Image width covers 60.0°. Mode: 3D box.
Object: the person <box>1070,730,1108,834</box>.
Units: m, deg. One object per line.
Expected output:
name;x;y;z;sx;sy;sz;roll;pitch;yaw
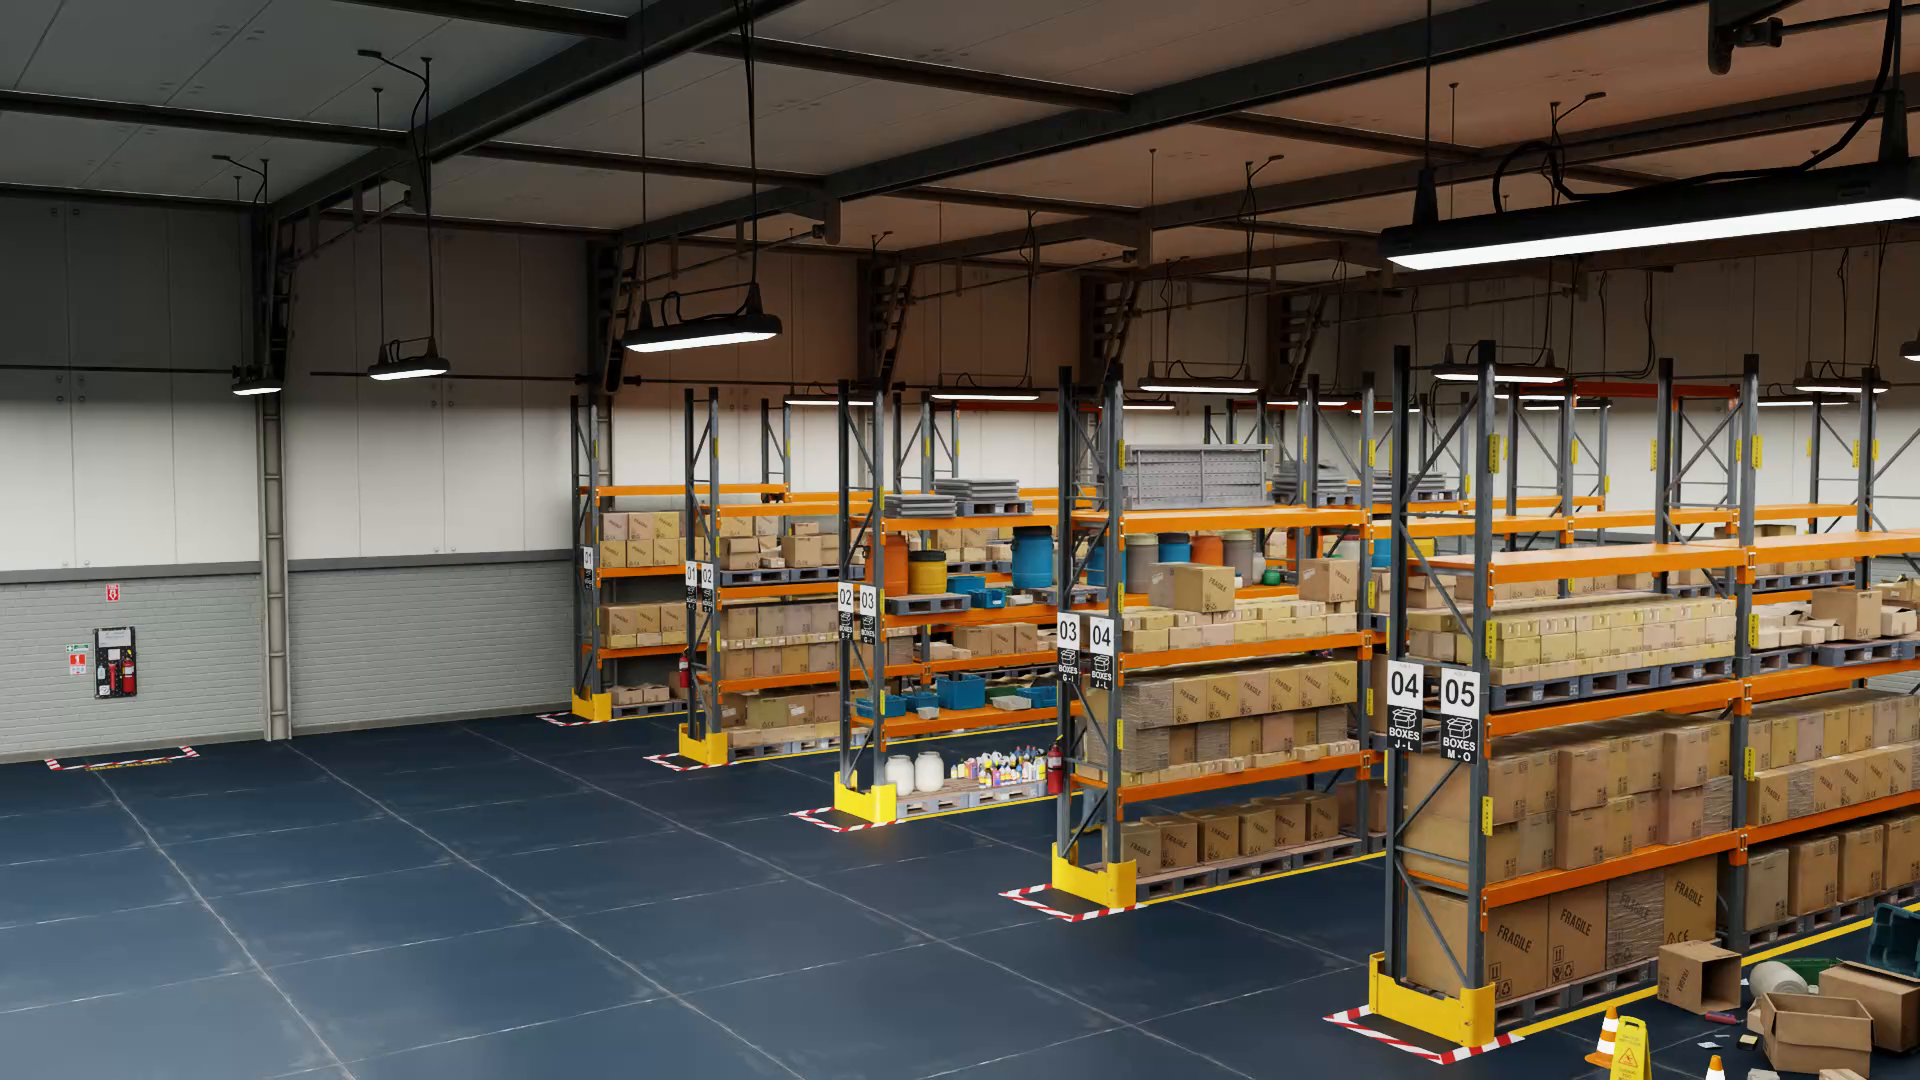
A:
person;1.767;2.960;21.963;0.453;1.776;0.647;2;4;31

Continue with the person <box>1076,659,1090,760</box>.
person;2.015;2.728;26.754;0.478;1.774;0.546;3;4;40
